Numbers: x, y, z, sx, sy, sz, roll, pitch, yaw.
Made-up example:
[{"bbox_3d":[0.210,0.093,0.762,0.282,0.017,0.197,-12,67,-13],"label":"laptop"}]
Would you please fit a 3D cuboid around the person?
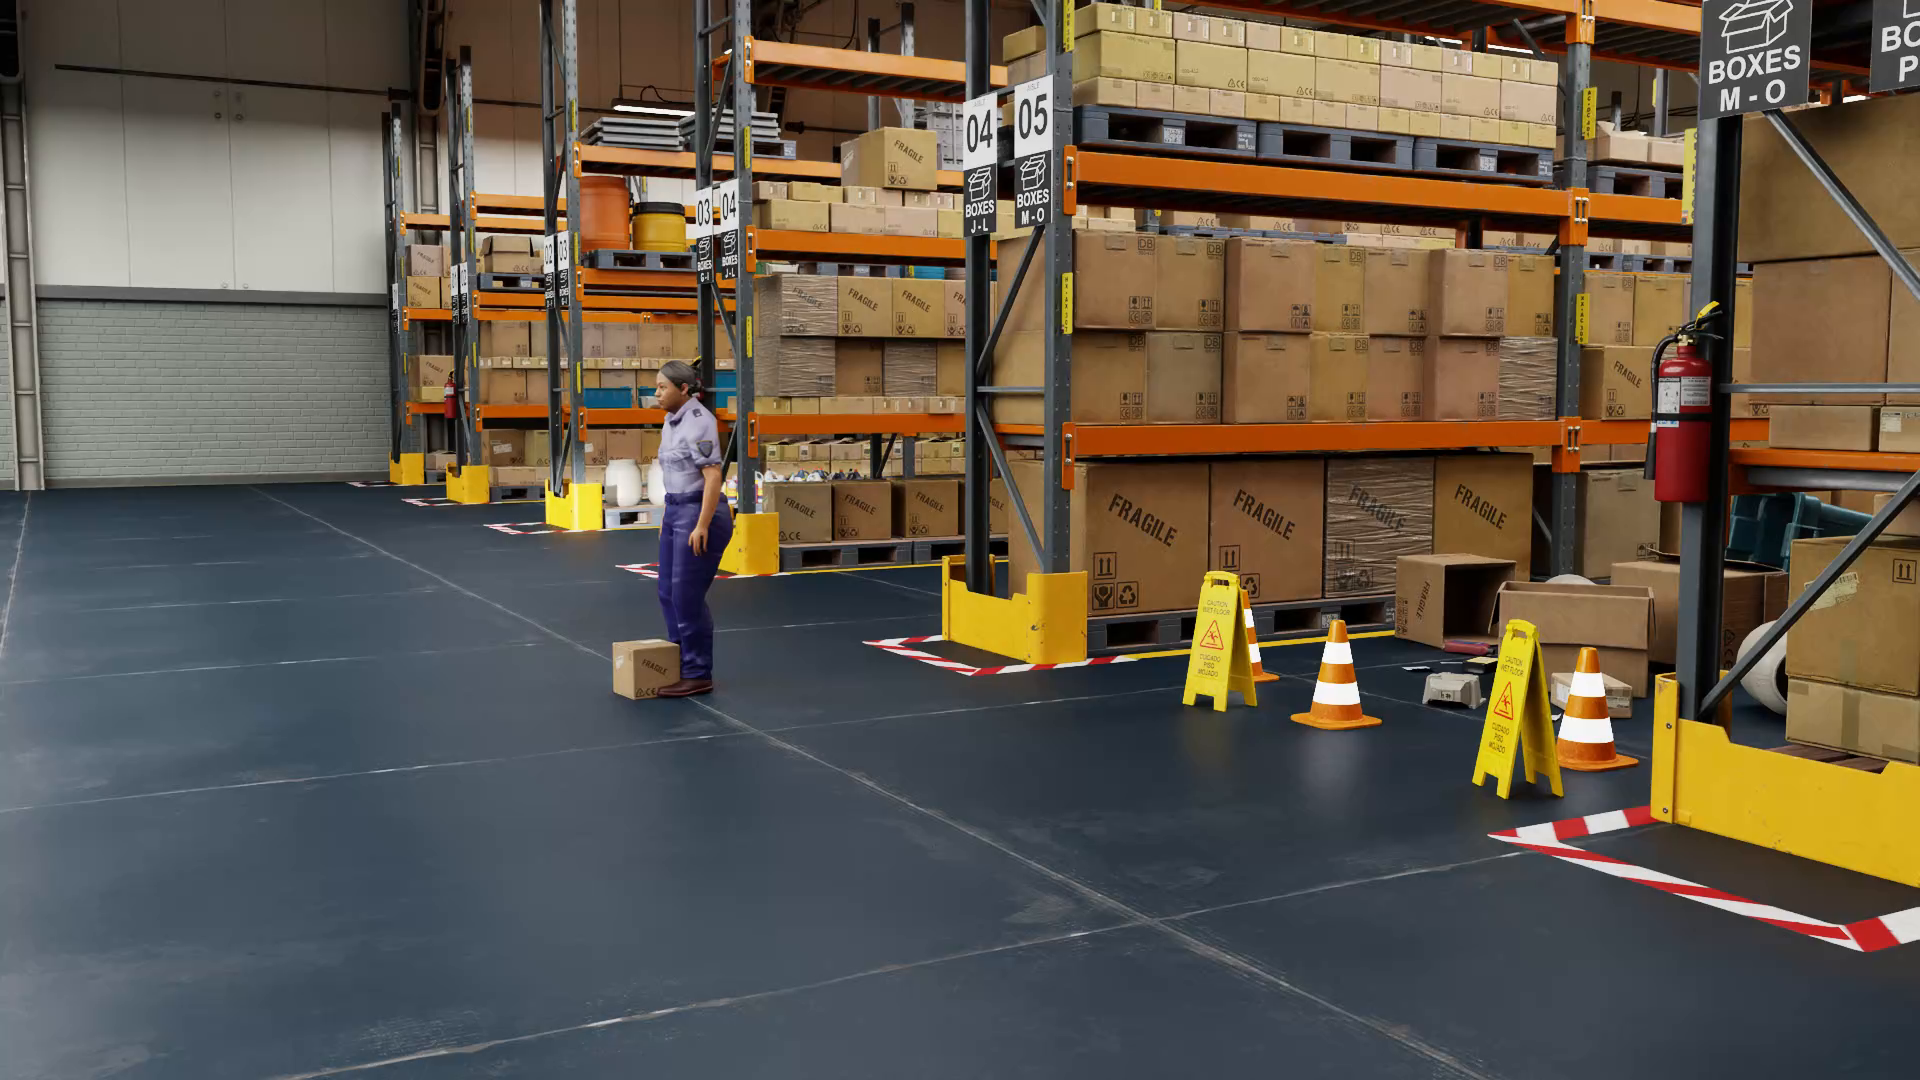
[{"bbox_3d":[-1.370,-0.067,8.299,0.414,1.651,0.536,-3,6,-29],"label":"person"}]
